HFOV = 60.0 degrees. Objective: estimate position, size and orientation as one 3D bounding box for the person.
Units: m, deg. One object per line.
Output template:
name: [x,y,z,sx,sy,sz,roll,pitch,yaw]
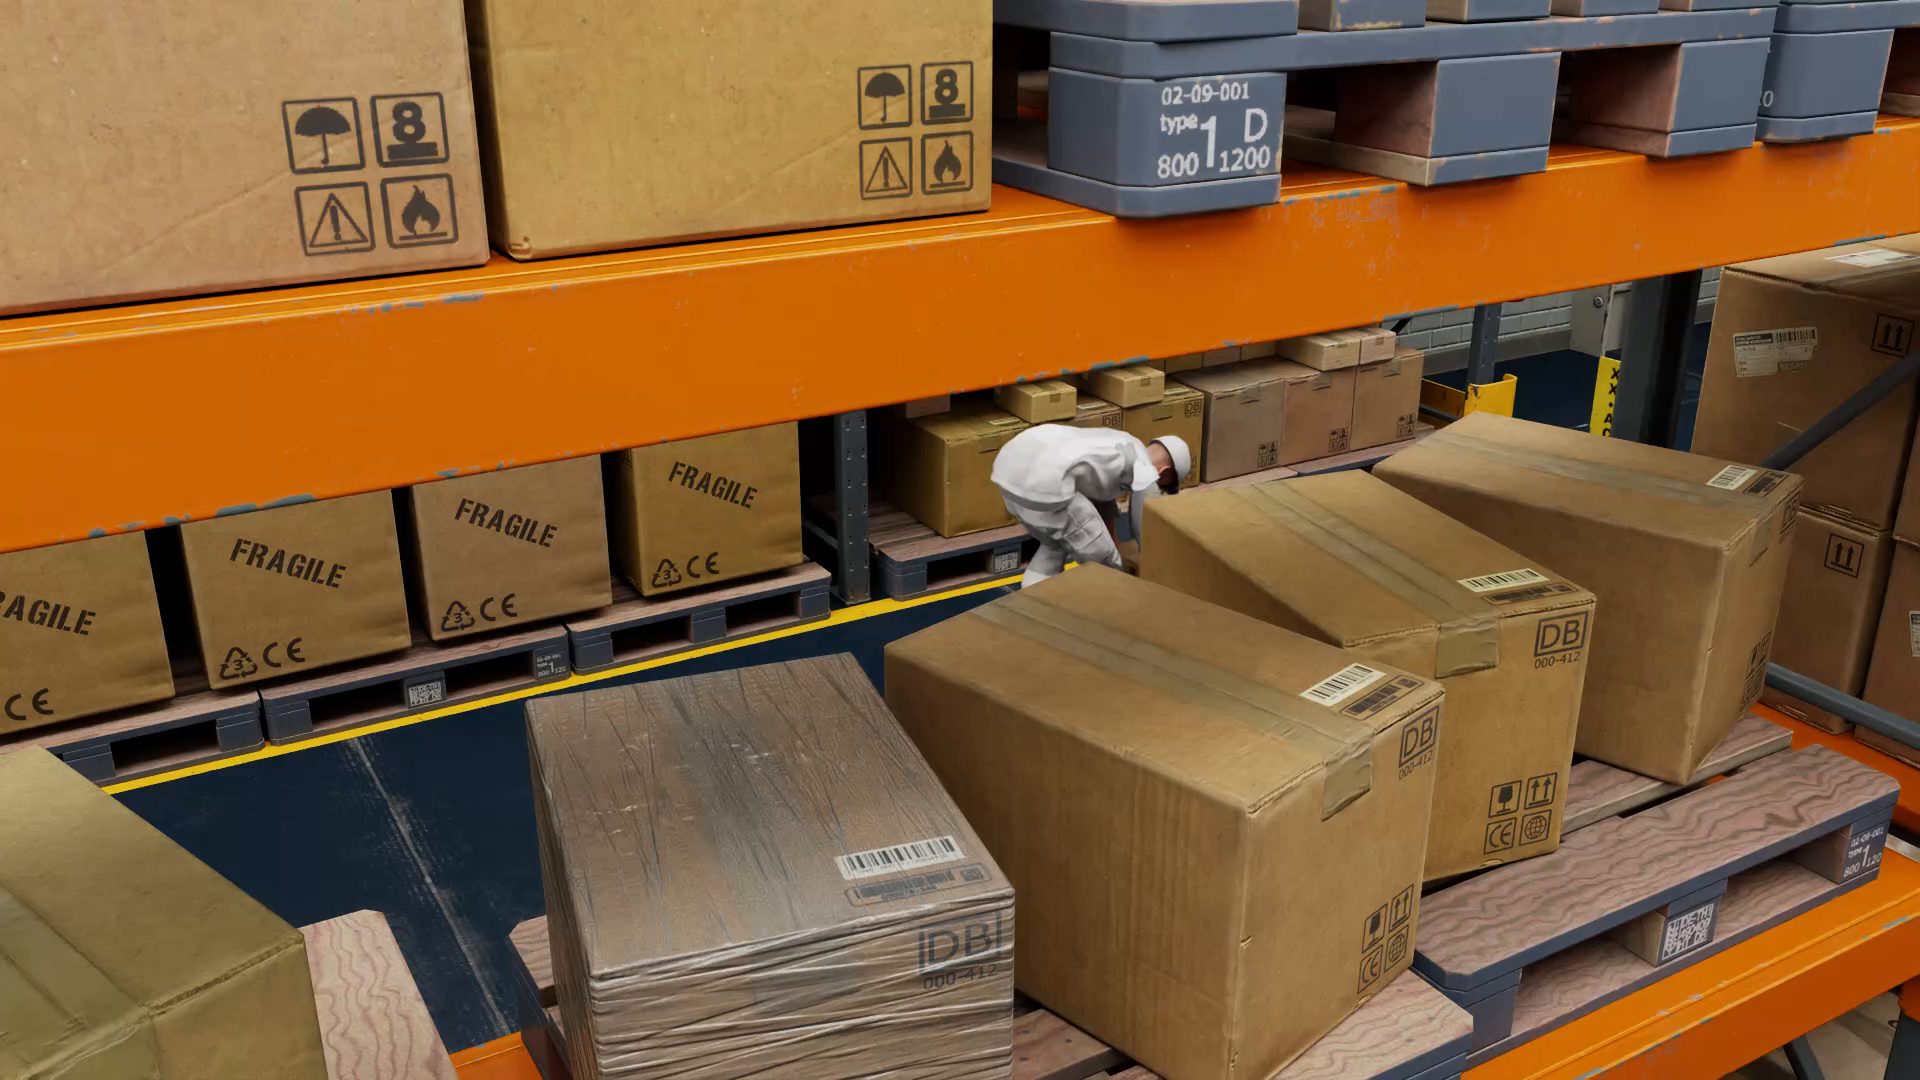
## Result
person: [0.580,-0.013,7.088,0.960,1.048,0.520,-14,25,-31]
